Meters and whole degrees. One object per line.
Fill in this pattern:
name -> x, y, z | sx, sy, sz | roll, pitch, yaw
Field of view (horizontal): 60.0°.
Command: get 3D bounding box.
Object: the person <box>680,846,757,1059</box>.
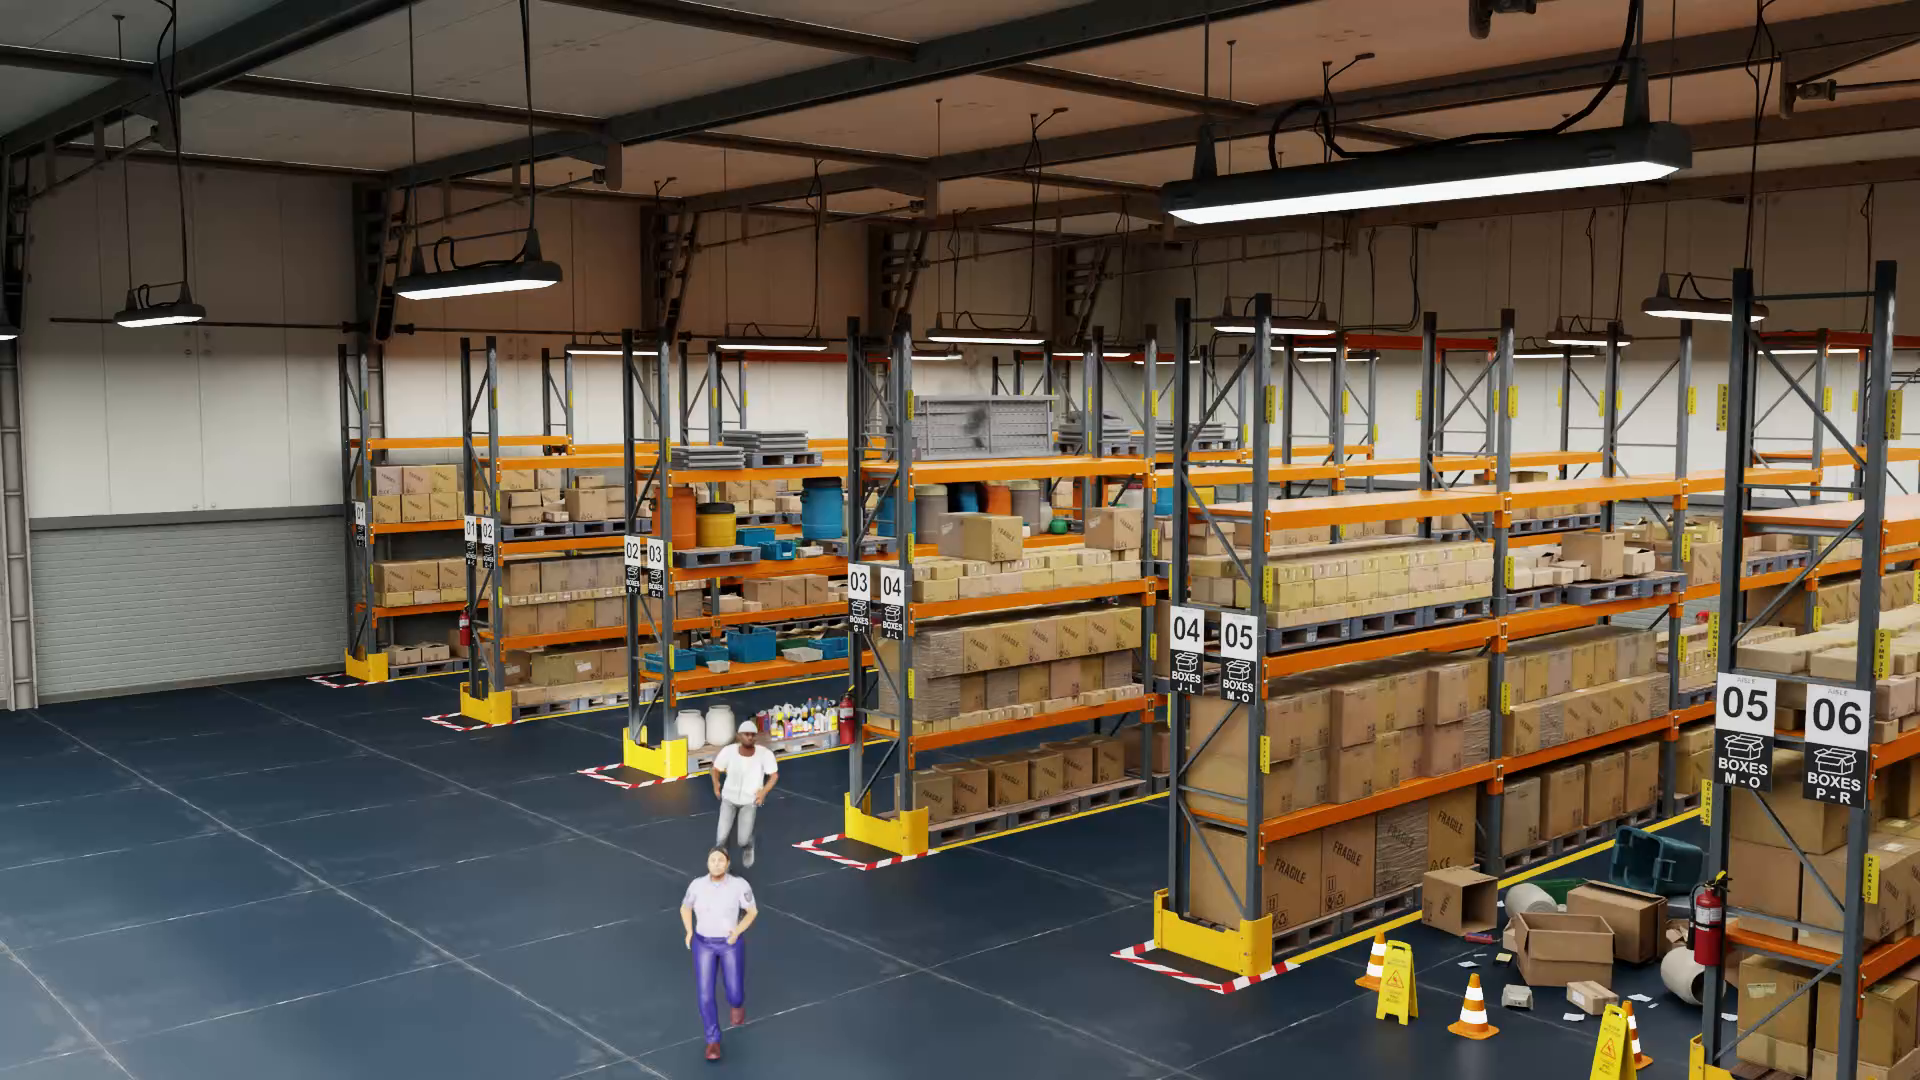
person -> -1.902, 3.194, 13.076 | 0.613, 1.590, 0.645 | 0, 5, -2

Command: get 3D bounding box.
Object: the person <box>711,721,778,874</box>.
person -> -2.303, 2.750, 17.667 | 0.704, 1.685, 0.563 | 0, 5, 4

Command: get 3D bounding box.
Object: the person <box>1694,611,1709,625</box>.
person -> 11.504, 1.975, 25.679 | 0.989, 1.790, 0.670 | -4, 7, -38
